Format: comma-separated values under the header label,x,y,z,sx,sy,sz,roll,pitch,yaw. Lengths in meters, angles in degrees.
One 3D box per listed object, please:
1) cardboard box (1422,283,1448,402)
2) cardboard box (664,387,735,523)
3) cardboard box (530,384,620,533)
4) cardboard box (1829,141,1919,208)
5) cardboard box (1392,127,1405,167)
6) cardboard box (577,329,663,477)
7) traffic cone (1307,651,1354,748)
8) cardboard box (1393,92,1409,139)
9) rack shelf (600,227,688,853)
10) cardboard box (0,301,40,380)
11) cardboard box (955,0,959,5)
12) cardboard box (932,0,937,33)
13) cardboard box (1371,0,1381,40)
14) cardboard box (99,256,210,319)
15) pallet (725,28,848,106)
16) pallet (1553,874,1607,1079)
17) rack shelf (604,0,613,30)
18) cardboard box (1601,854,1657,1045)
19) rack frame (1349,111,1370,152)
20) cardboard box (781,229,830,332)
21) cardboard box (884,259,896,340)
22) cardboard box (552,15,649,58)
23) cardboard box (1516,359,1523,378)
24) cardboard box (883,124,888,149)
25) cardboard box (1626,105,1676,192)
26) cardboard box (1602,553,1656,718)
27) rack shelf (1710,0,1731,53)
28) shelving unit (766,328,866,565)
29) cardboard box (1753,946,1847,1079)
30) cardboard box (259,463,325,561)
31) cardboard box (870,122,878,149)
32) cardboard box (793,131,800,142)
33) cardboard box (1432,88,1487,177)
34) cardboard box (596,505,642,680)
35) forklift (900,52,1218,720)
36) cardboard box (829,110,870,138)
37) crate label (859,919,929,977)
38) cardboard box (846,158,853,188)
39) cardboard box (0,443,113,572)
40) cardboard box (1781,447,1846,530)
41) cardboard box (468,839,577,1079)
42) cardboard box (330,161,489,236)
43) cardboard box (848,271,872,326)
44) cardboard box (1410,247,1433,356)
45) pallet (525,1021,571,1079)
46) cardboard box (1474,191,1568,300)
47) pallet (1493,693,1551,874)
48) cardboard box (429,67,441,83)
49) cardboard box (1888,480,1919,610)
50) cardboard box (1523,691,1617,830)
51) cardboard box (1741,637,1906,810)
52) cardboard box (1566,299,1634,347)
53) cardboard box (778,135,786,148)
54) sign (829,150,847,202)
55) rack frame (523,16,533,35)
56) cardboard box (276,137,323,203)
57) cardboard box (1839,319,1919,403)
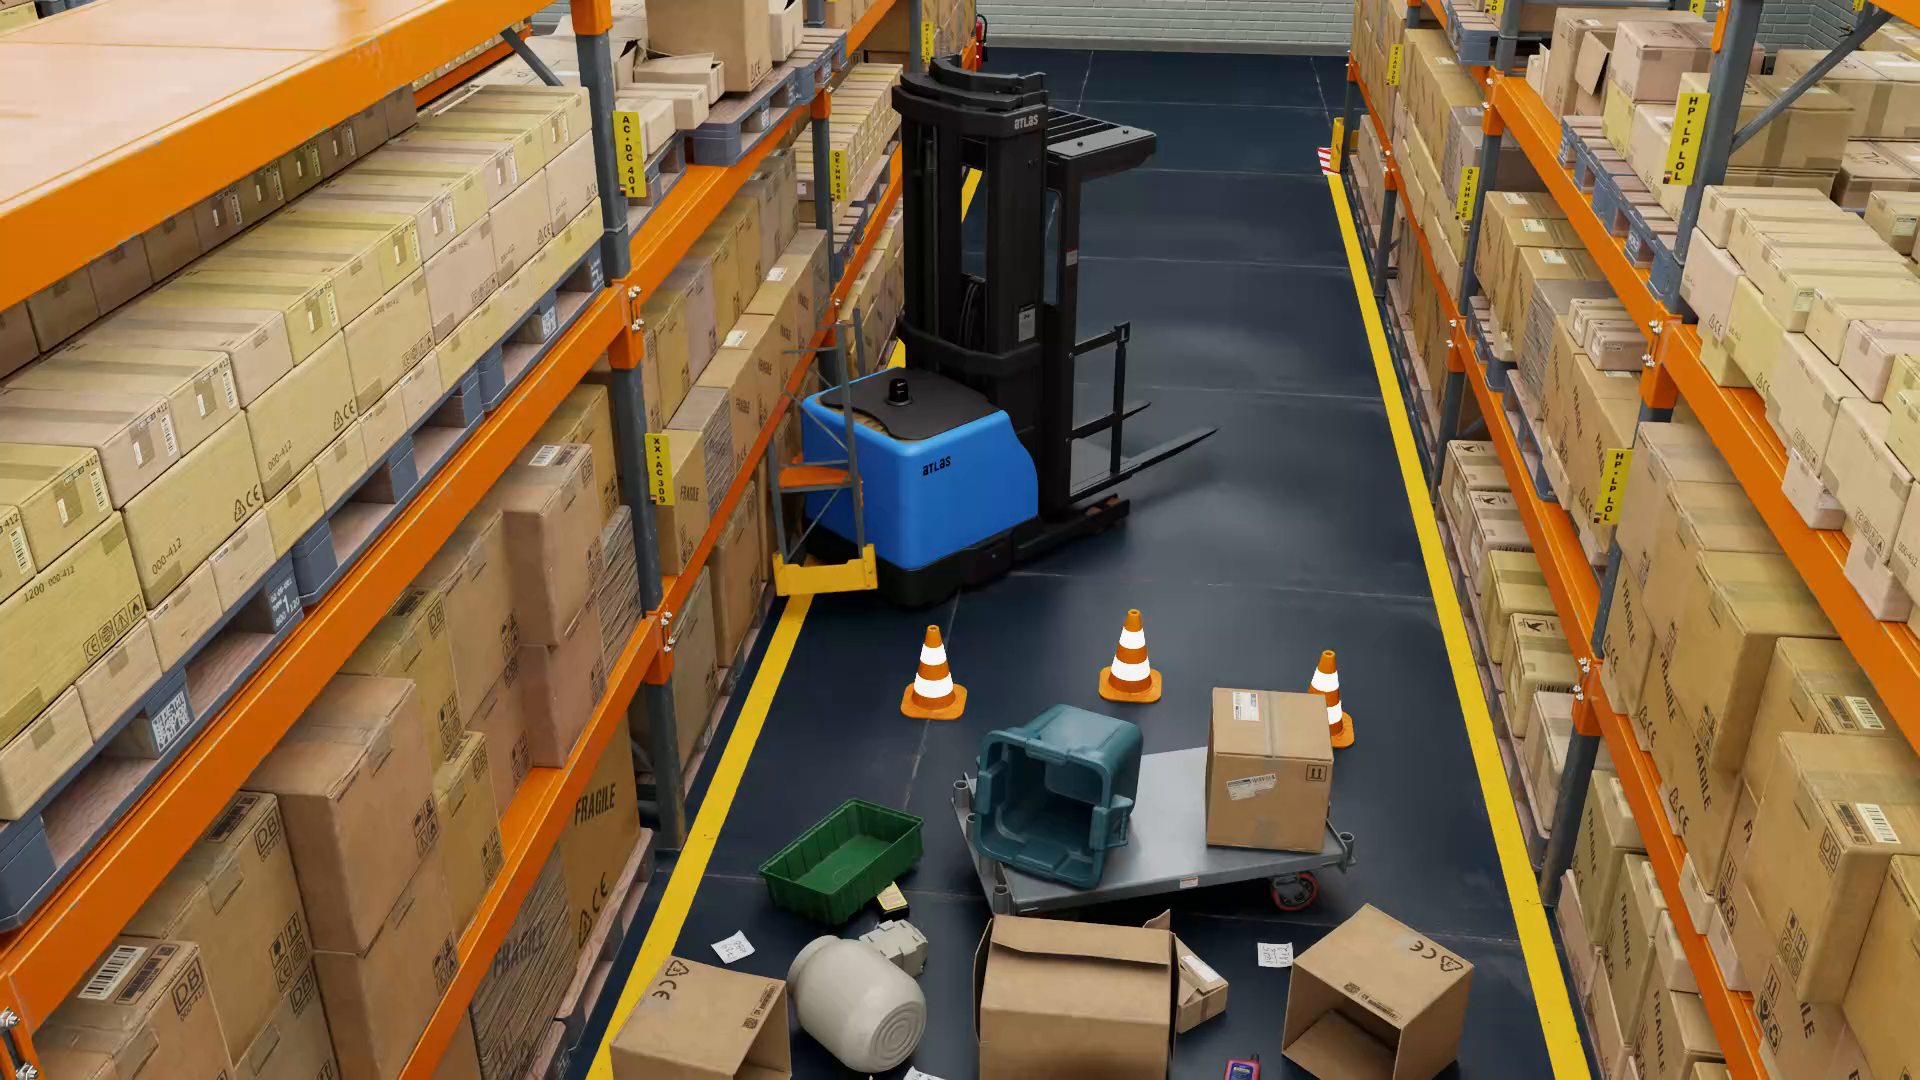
label,x,y,z,sx,sy,sz,roll,pitch,yaw
cardboard box,3.894,-1.540,12.035,0.875,0.875,0.875,4,29,7
cardboard box,-1.409,-0.421,8.056,0.500,0.500,0.500,4,29,7
cardboard box,-1.881,-0.278,6.598,0.875,0.550,0.550,3,28,6
cardboard box,3.593,-1.359,6.454,0.500,0.250,0.500,3,28,5
cardboard box,3.788,-3.176,13.432,0.500,0.250,0.500,3,28,5
cardboard box,-1.747,-0.626,7.382,0.700,0.500,0.500,3,28,5
traffic cone,1.886,0.784,8.599,0.336,0.463,0.334,3,28,6
cardboard box,3.770,-3.397,13.315,0.500,0.250,0.500,3,28,5
rack shelf,-8.950,-1.292,9.778,15.905,3.000,4.168,3,28,6
cardboard box,-2.462,-0.471,3.966,0.380,0.149,0.250,3,29,6
cardboard box,-0.258,-5.458,16.037,0.500,0.500,0.500,5,29,9
cardboard box,-0.476,-4.732,14.689,0.500,0.500,0.500,3,28,5
cardboard box,4.080,-4.870,15.259,0.500,0.500,0.500,3,29,6
cardboard box,-2.323,-0.595,4.617,0.500,0.250,0.500,4,29,7
pallet,-1.338,-2.722,9.468,1.213,0.211,1.003,5,29,9
pallet,3.076,1.878,6.833,1.003,0.211,1.213,3,28,6
rack shelf,-1.557,-2.998,7.798,1.077,0.370,4.000,3,28,6
cardboard box,2.729,1.543,6.182,0.500,0.500,0.500,4,29,8
rack frame,4.597,-5.316,17.247,0.949,2.616,0.053,3,28,6
cardboard box,-1.100,-1.607,10.257,0.500,0.500,0.500,3,28,6
cardboard box,-0.793,-1.912,13.122,0.500,0.500,0.500,3,28,5
cardboard box,-1.743,-2.495,8.394,0.500,0.311,0.500,3,28,5
cardboard box,3.236,-0.979,9.019,0.380,0.149,0.250,5,29,9
cardboard box,-0.768,-3.192,13.126,0.380,0.149,0.250,2,28,4
cardboard box,3.118,-1.628,6.955,0.500,0.250,0.500,4,29,7
cardboard box,2.793,0.348,6.314,0.500,0.500,0.500,3,28,6
rack shelf,3.368,-2.757,7.353,1.077,0.370,4.000,3,28,6
shelving unit,-0.817,-0.546,9.867,0.500,1.500,0.985,-4,14,3
cardboard box,2.557,1.298,4.551,0.500,0.500,0.500,3,28,6
cardboard box,-1.808,-0.082,4.085,0.380,0.149,0.250,3,29,6
cardboard box,-0.832,-3.059,12.566,0.380,0.149,0.250,3,29,6
cardboard box,-1.452,-3.103,12.961,0.380,0.149,0.250,2,28,4
cardboard box,3.539,-2.769,11.359,0.500,0.500,0.500,3,28,6
cardboard box,-1.835,0.201,6.849,0.875,0.550,0.550,3,28,6
forklift,0.515,-1.221,9.717,3.733,2.935,2.033,-24,36,-37
cardboard box,-0.869,-3.069,12.271,0.380,0.149,0.250,3,28,5
crate label,-0.294,1.760,7.130,0.298,0.136,0.250,-17,33,-29
cardboard box,-0.962,-2.584,11.684,0.380,0.149,0.250,3,29,6
cardboard box,-1.903,-0.071,3.225,0.380,0.149,0.250,4,29,6
cardboard box,2.597,-0.143,4.748,0.380,0.149,0.250,3,28,5
cardboard box,-2.055,1.559,6.283,0.875,0.875,0.875,4,29,7
cardboard box,-1.653,-1.030,5.005,0.380,0.149,0.250,3,29,6
cardboard box,-0.925,-1.754,12.038,0.500,0.250,0.500,3,28,6
cardboard box,4.004,-1.961,12.816,0.887,0.875,0.887,4,29,7
pallet,-2.120,2.249,6.145,1.003,0.211,1.213,3,28,6
cardboard box,3.329,-1.712,9.695,0.500,0.500,0.500,3,28,5
pallet,3.217,1.193,8.104,1.003,0.211,1.213,3,28,6
cardboard box,-5.240,-4.511,16.017,0.380,0.149,0.250,3,28,5
cardboard box,2.550,0.092,3.891,0.500,0.250,0.500,4,29,8
cardboard box,3.185,1.057,7.745,0.950,0.372,0.625,4,29,7
cardboard box,2.708,0.636,4.725,0.700,0.500,0.500,3,28,6
cardboard box,3.038,-0.999,7.688,0.380,0.149,0.250,2,28,4
cardboard box,-1.516,-2.984,12.426,0.380,0.149,0.250,3,28,5
sign,-0.760,-2.270,10.372,0.100,0.325,0.005,3,28,6
rack frame,-5.242,-5.892,18.316,1.000,3.000,0.127,3,28,6
cardboard box,-2.276,-1.187,5.297,0.380,0.149,0.250,3,28,5
cardboard box,2.656,-0.483,4.538,0.380,0.149,0.250,3,28,5
